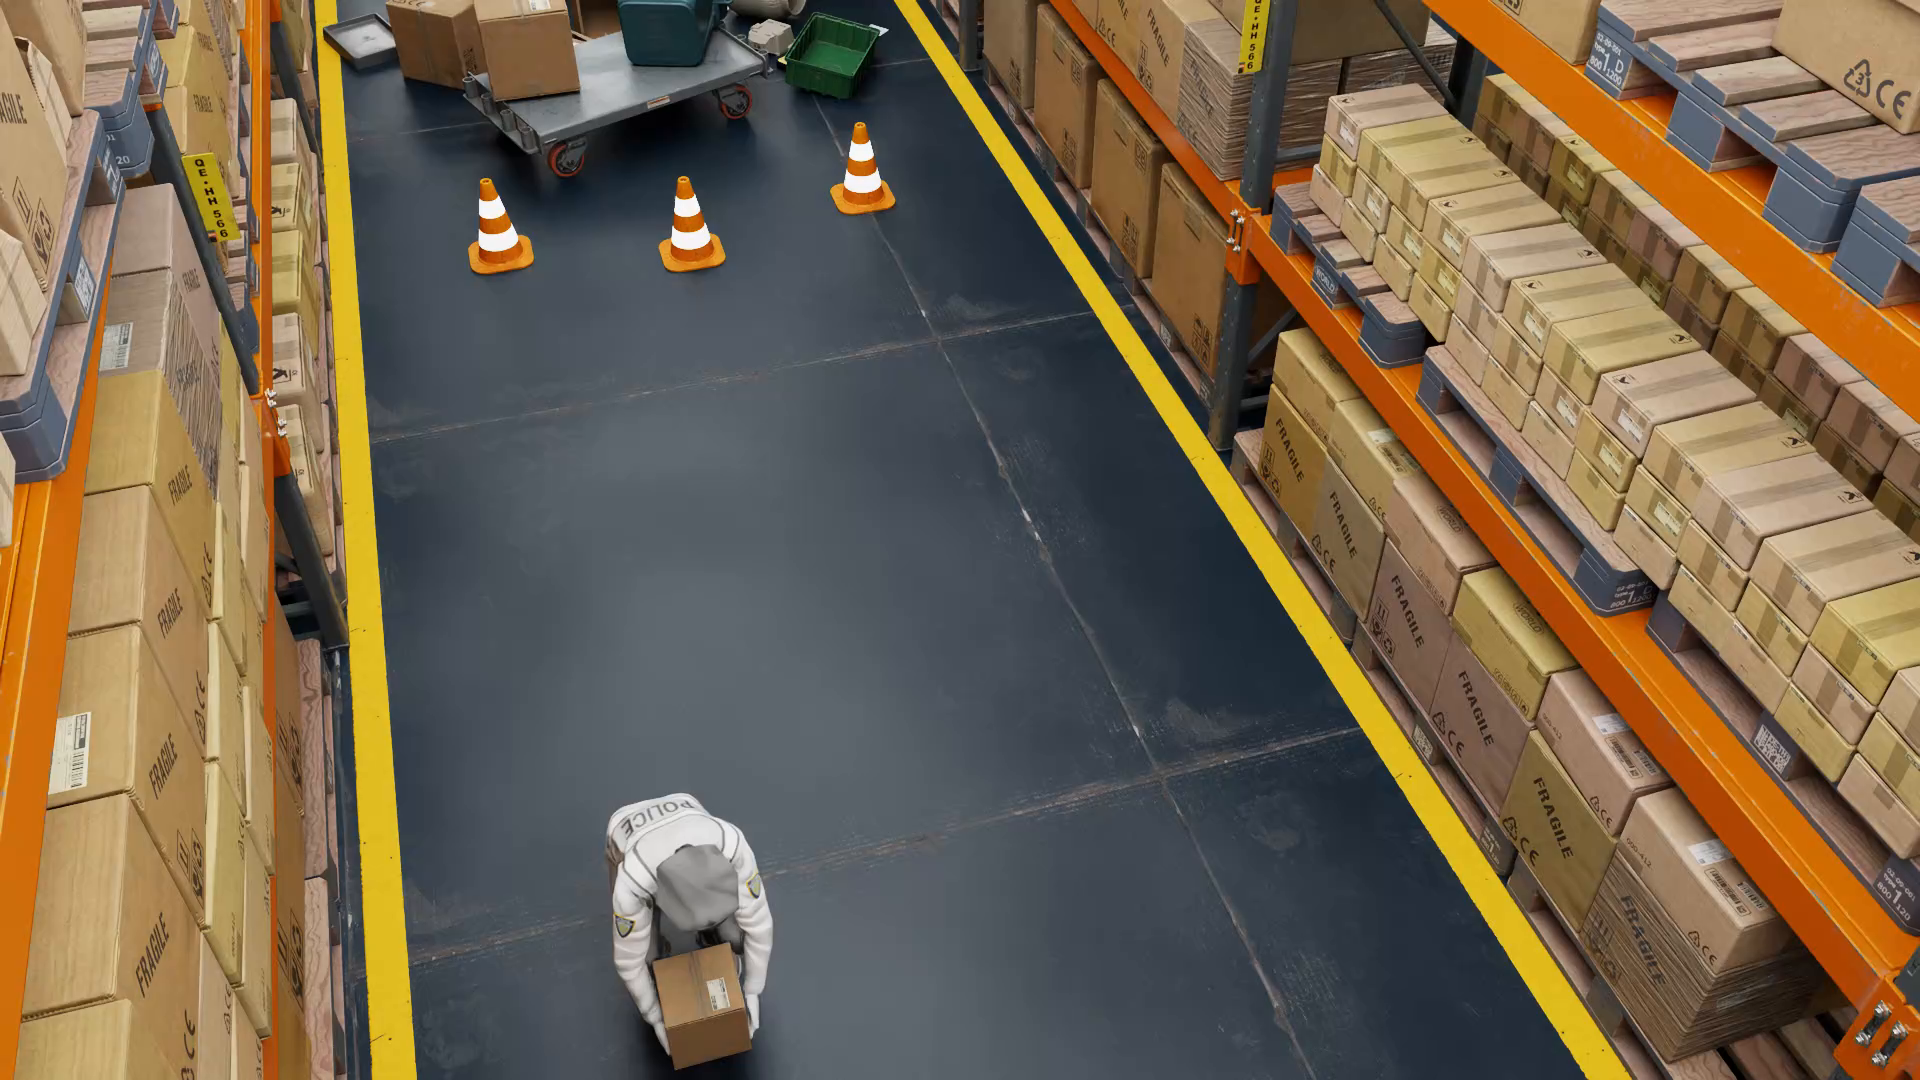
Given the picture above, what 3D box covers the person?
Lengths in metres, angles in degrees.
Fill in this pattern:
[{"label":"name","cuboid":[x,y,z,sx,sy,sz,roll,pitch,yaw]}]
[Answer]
[{"label":"person","cuboid":[-0.900,1.158,5.417,0.515,0.970,0.807,-12,44,-13]}]
